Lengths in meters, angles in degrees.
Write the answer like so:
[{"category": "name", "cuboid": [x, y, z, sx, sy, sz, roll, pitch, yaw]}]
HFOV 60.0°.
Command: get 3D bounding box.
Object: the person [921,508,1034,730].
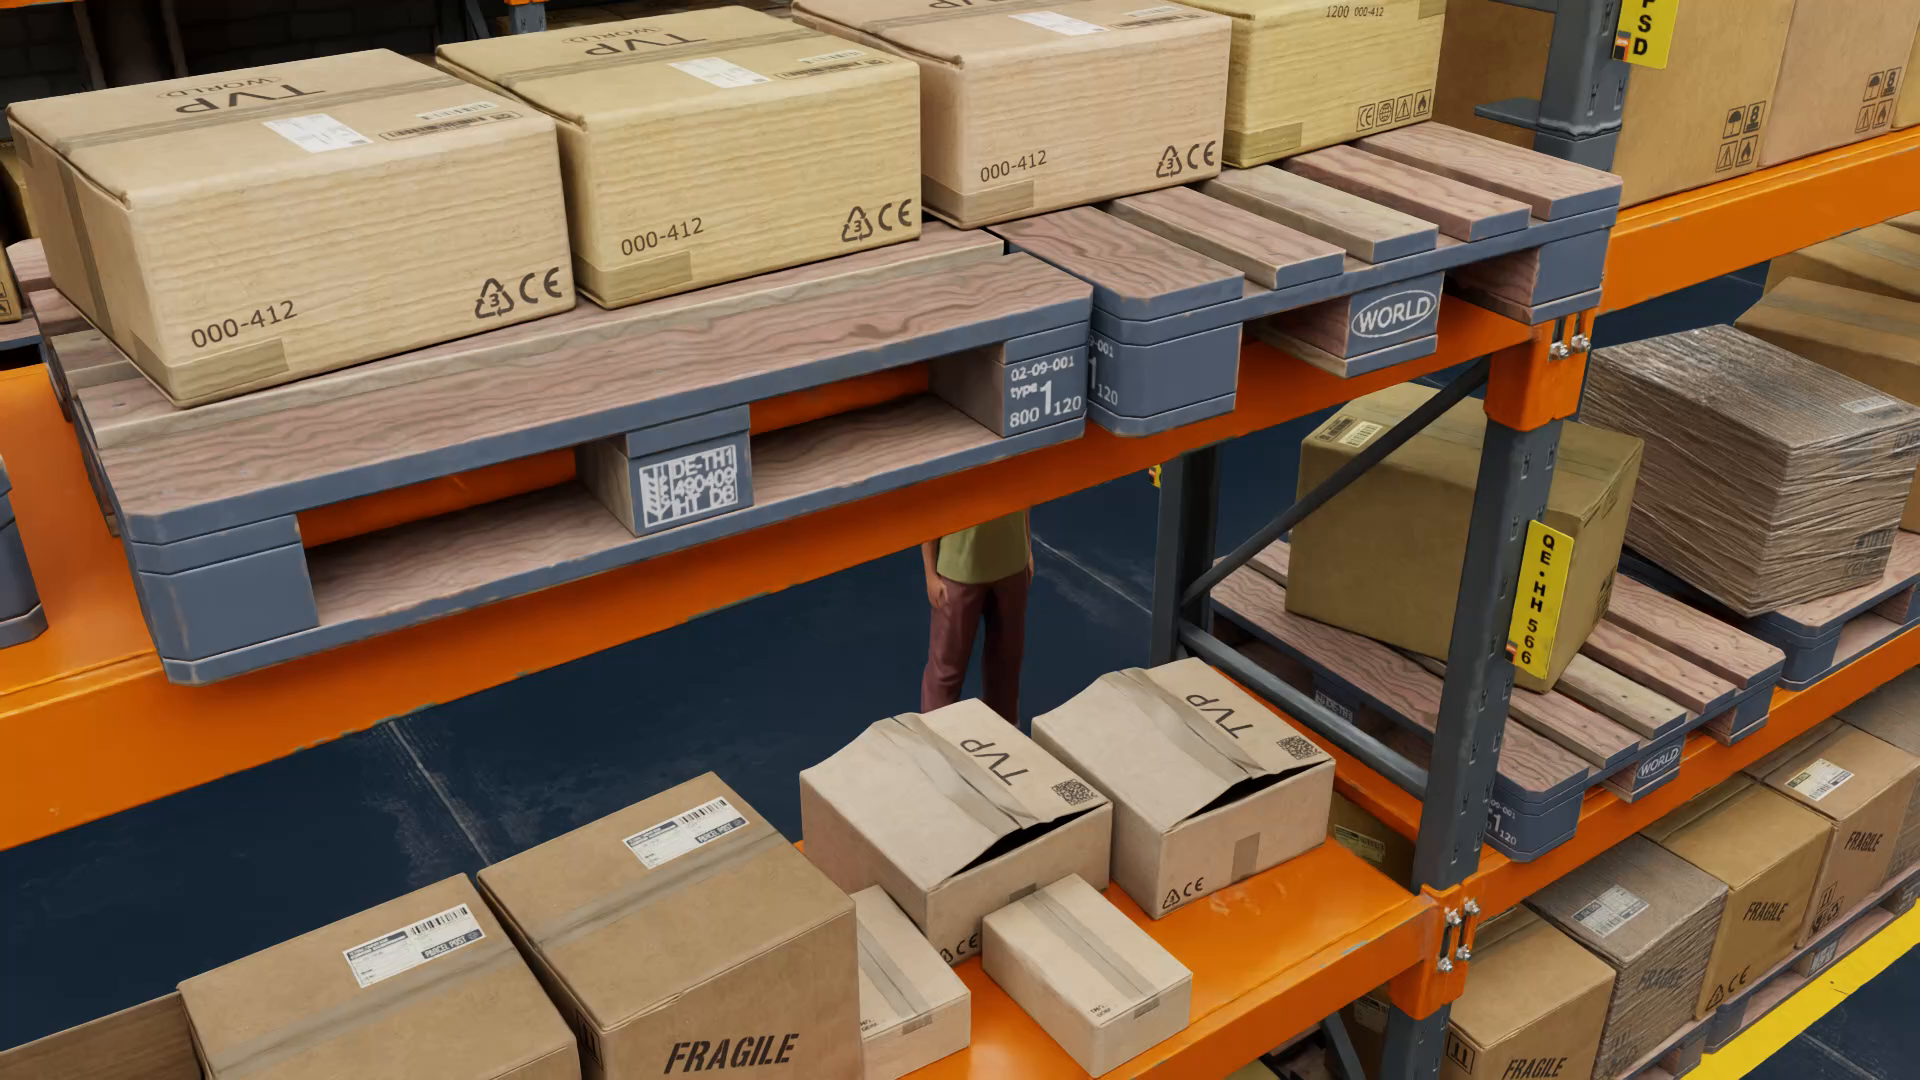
[{"category": "person", "cuboid": [0.068, 0.115, 5.907, 0.509, 1.669, 0.439, -15, 32, -26]}]
